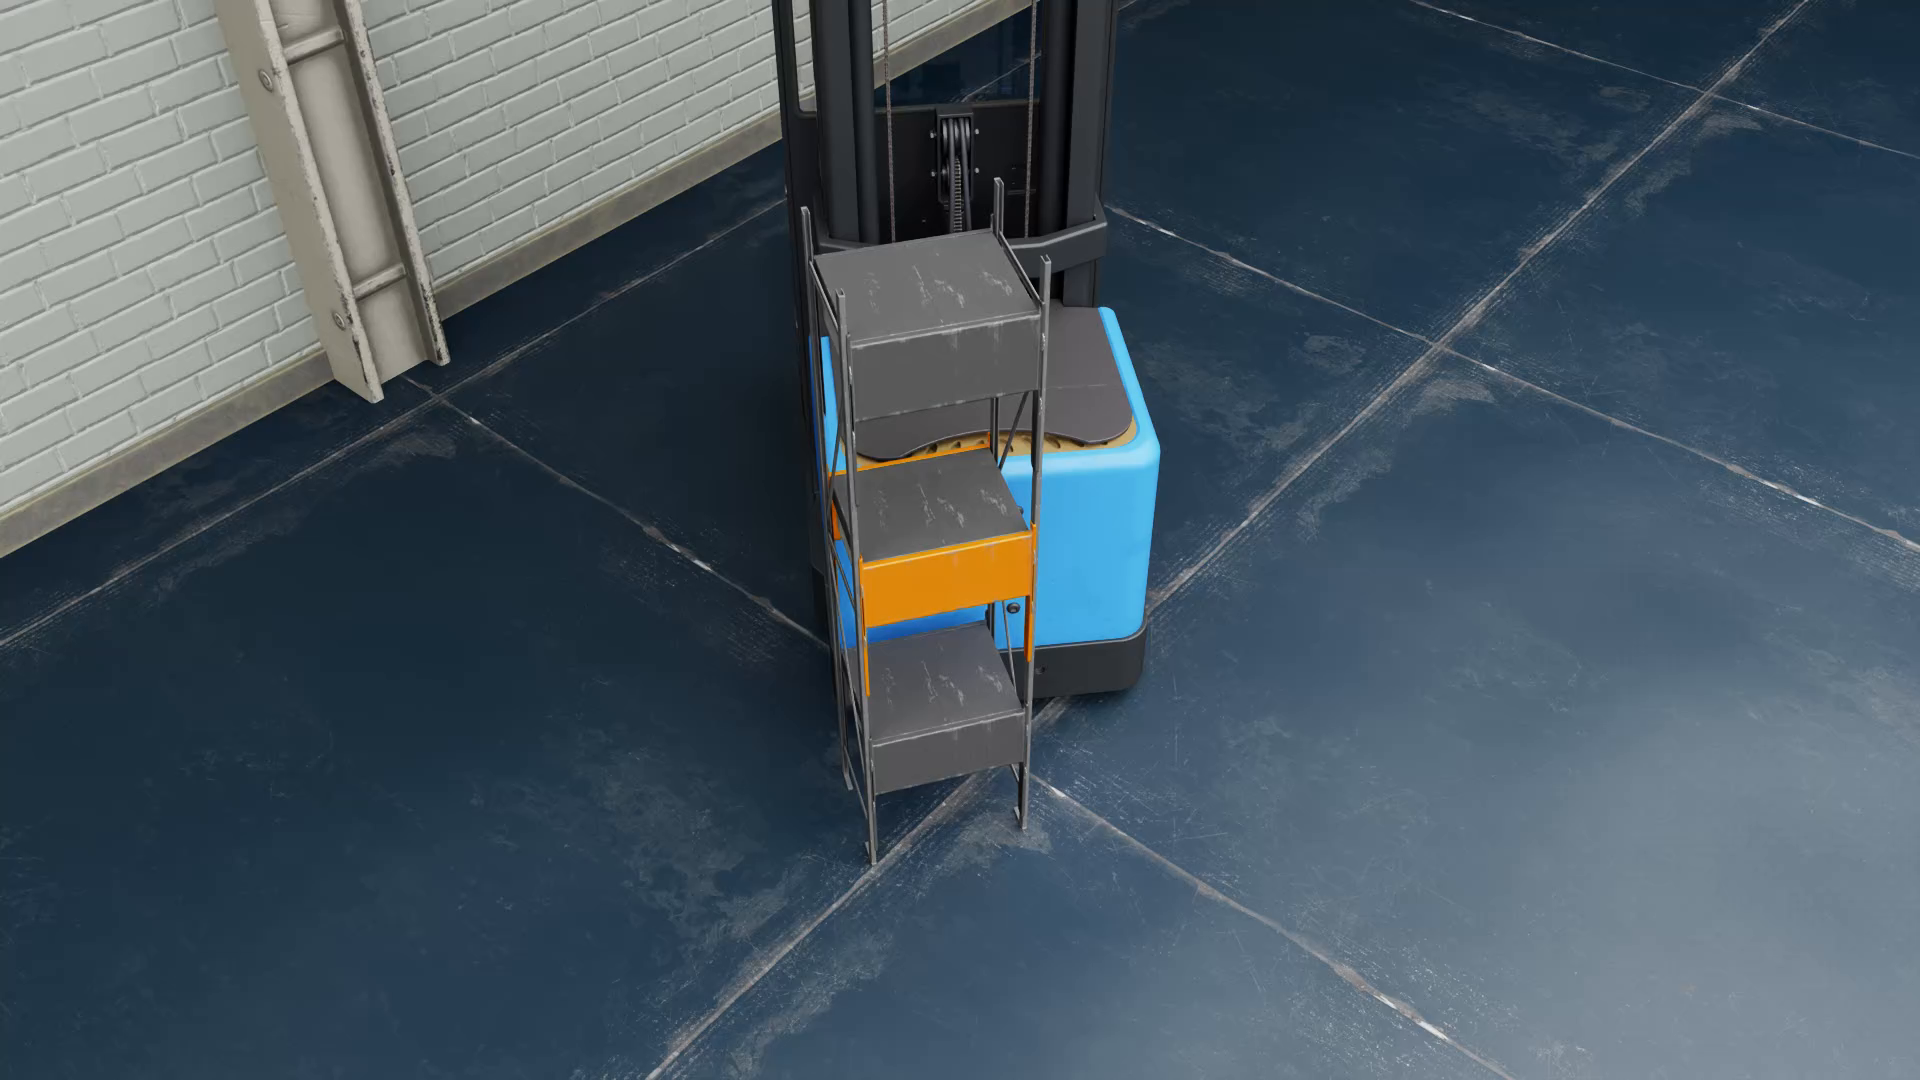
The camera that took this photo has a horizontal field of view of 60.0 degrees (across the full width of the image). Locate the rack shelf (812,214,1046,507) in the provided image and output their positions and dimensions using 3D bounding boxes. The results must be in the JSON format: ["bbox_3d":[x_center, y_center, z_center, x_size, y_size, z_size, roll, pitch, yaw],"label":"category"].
[{"bbox_3d":[-0.087,-0.452,4.166,0.480,0.518,0.431,-11,43,-12],"label":"rack shelf"}]

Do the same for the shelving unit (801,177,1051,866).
[{"bbox_3d":[-0.087,0.056,4.628,0.503,2.100,0.431,-11,43,-12],"label":"shelving unit"}]

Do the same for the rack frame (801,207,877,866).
[{"bbox_3d":[-0.321,0.102,4.577,0.015,2.100,0.400,-11,43,-12],"label":"rack frame"}]

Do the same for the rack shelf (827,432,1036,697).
[{"bbox_3d":[-0.087,0.066,4.637,0.480,0.518,0.431,-11,43,-12],"label":"rack shelf"}]

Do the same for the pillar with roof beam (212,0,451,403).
[{"bbox_3d":[0.882,-2.196,1.976,9.100,9.000,0.400,29,50,28],"label":"pillar with roof beam"}]

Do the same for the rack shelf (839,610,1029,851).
[{"bbox_3d":[-0.087,0.584,5.108,0.480,0.518,0.431,-11,43,-12],"label":"rack shelf"}]

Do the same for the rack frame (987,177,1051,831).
[{"bbox_3d":[0.147,0.009,4.679,0.015,2.100,0.400,-11,43,-12],"label":"rack frame"}]

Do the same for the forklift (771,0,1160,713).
[{"bbox_3d":[-0.078,-1.500,5.721,1.130,2.935,3.031,-5,43,-5],"label":"forklift"}]
